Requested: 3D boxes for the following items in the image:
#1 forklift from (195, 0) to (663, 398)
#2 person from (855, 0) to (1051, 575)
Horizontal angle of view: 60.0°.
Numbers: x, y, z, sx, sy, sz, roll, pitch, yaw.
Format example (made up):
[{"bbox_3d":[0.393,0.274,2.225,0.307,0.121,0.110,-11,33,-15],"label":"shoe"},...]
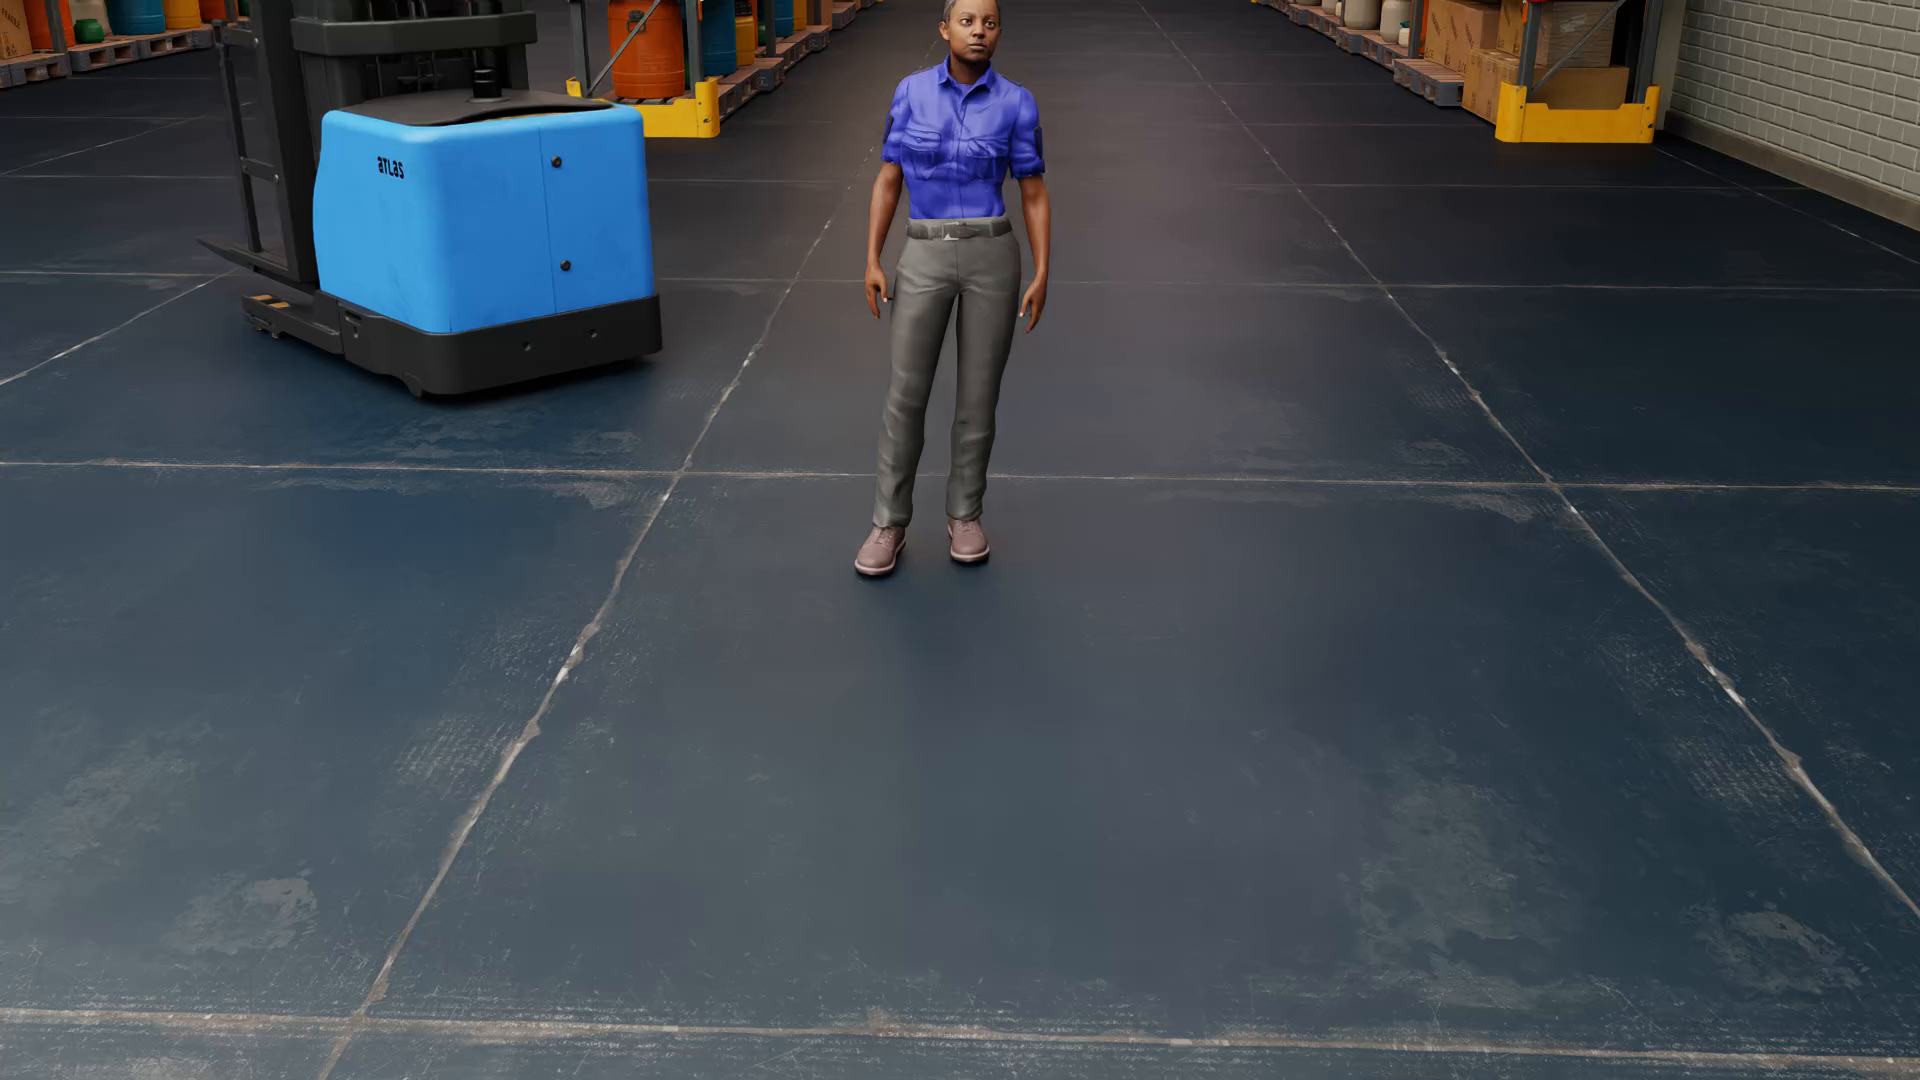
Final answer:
[{"bbox_3d":[-2.633,-2.379,7.223,1.130,2.935,3.031,-19,29,-39],"label":"forklift"},{"bbox_3d":[-0.023,-0.743,4.818,0.570,1.654,0.504,1,22,2],"label":"person"}]
